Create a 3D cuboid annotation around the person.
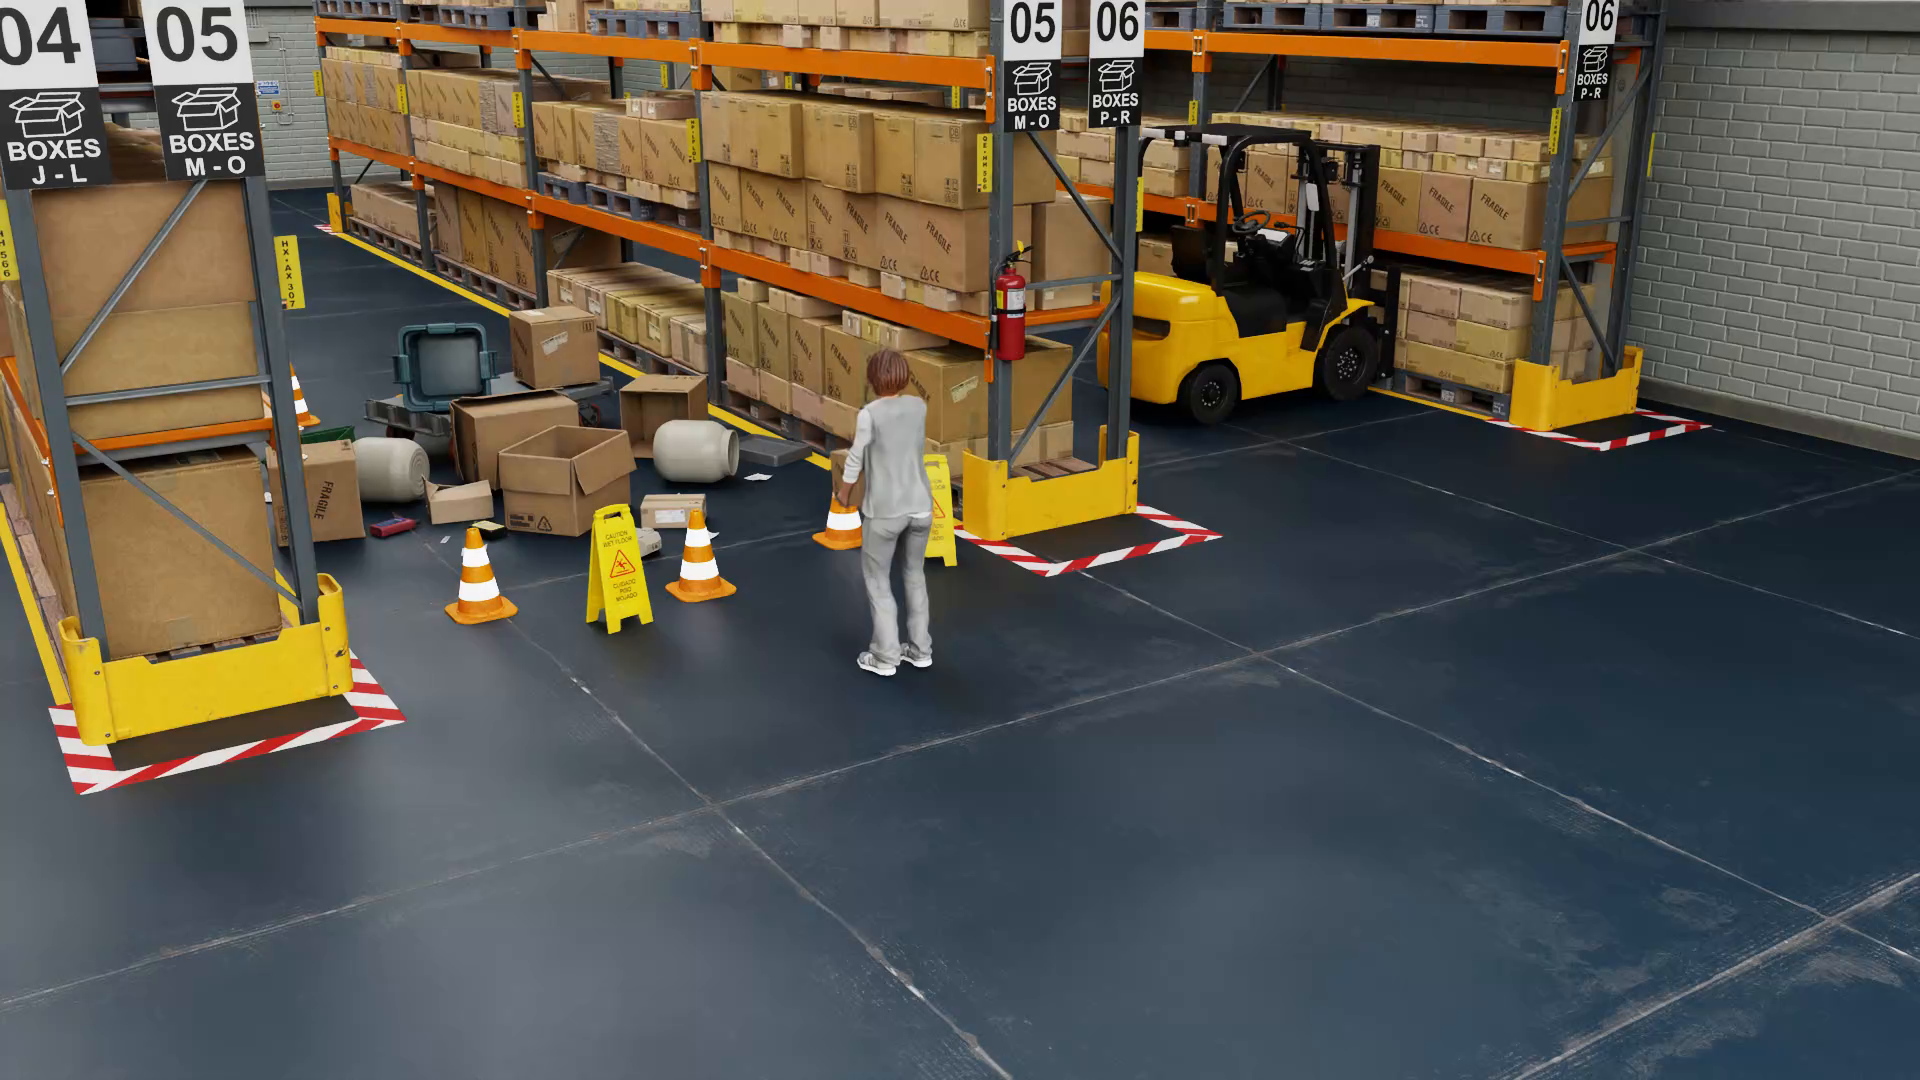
[{"bbox_3d":[-0.356,-0.143,8.028,0.375,1.589,0.508,-12,22,-32],"label":"person"}]
